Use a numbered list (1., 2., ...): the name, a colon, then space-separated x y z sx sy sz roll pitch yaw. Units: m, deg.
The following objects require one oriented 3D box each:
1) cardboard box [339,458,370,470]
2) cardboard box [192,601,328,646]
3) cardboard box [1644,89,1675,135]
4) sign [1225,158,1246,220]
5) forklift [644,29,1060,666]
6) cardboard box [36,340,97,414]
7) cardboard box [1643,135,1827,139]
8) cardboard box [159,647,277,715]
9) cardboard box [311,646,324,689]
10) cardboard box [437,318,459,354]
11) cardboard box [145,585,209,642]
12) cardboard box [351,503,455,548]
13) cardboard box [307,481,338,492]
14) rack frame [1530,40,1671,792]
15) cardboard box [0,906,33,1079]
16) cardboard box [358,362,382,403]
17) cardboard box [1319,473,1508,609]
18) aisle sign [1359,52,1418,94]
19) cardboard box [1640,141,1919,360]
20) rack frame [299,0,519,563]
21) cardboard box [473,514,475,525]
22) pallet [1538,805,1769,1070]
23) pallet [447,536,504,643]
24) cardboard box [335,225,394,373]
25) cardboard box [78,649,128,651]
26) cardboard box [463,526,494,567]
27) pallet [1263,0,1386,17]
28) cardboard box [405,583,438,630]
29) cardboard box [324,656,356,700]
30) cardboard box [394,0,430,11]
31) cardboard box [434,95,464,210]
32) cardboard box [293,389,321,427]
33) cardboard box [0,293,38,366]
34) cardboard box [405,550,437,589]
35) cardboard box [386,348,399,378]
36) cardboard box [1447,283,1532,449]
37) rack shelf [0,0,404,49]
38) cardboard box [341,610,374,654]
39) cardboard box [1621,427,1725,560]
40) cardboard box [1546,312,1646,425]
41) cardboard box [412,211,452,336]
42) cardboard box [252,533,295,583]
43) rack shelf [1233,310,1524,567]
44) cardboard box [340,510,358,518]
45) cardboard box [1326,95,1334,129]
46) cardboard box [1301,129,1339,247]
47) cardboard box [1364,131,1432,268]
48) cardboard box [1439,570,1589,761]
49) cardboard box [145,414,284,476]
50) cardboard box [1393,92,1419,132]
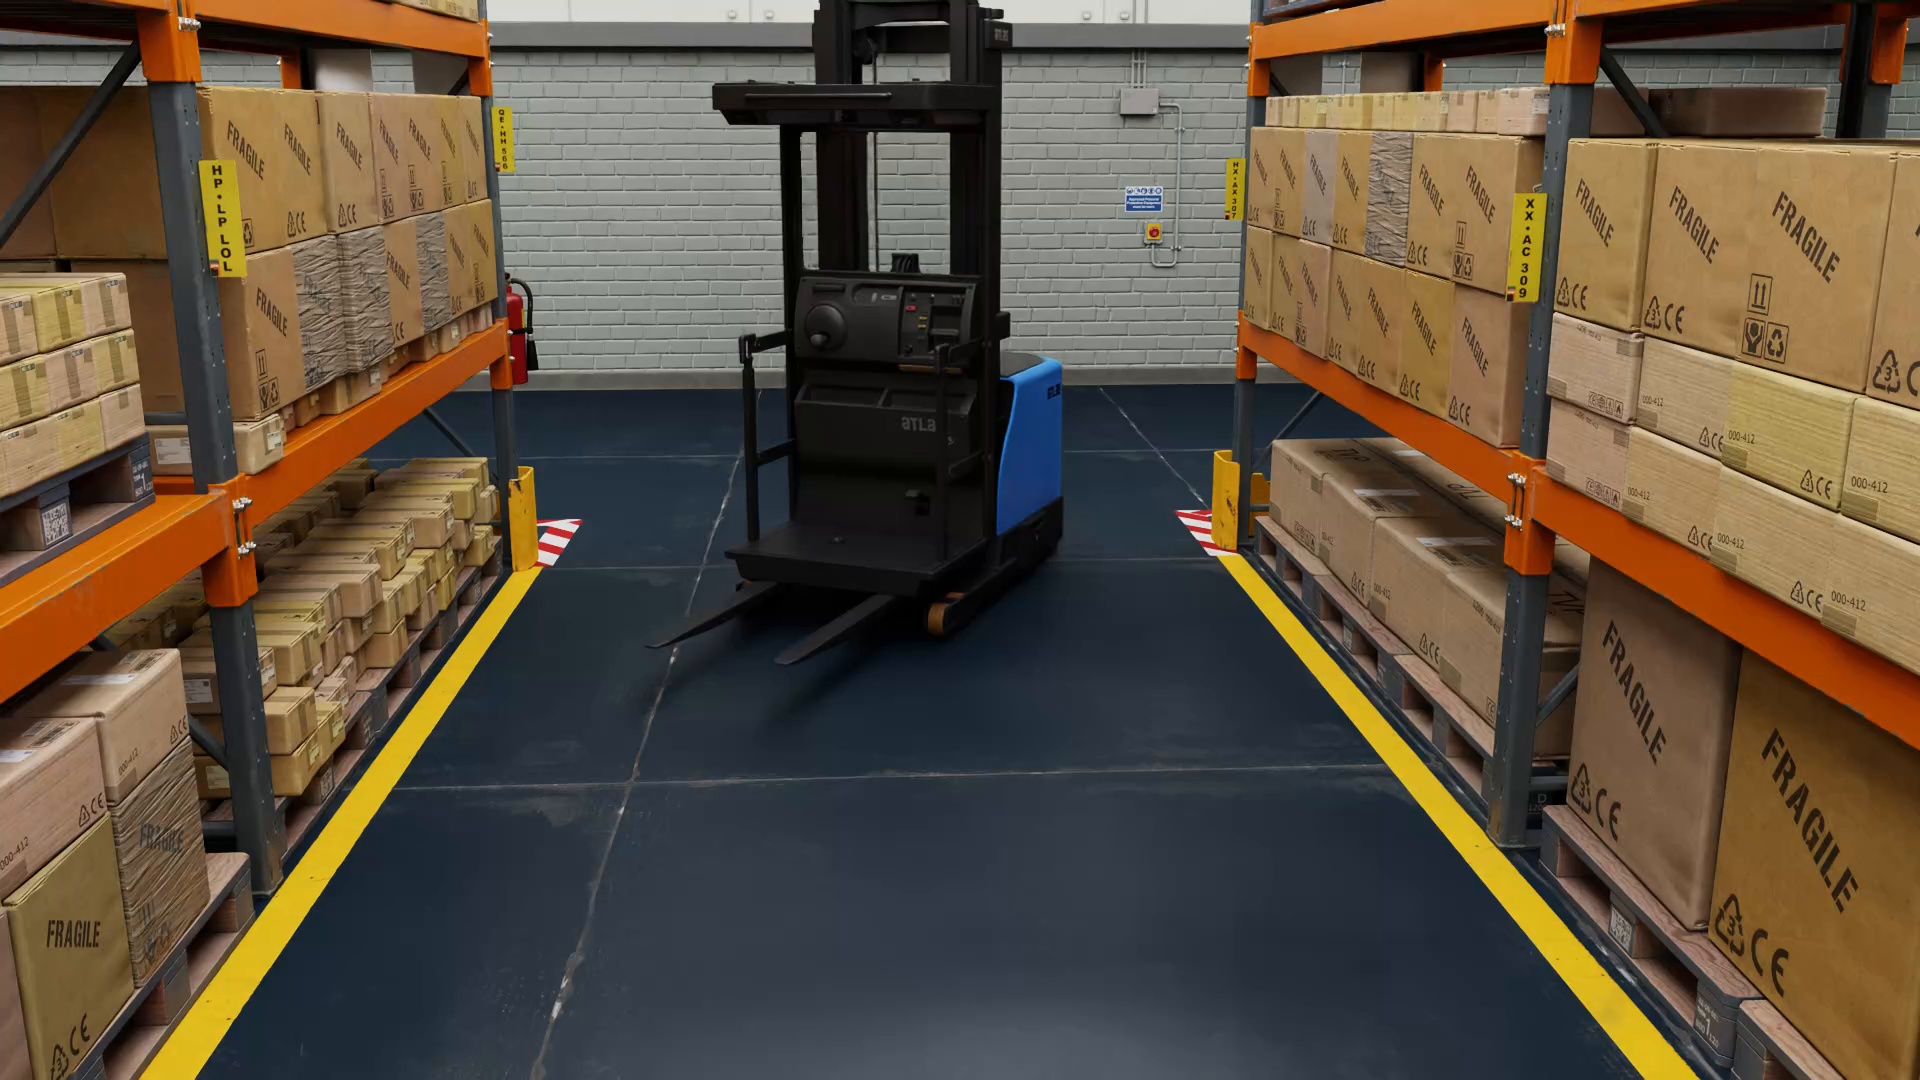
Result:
1. cardboard box: -3.205 -0.313 8.407 0.380 0.149 0.250 -2 15 -6
2. cardboard box: -2.488 0.326 5.924 0.392 0.149 0.269 0 14 -1
3. cardboard box: 2.492 -1.437 5.583 0.380 0.149 0.250 -1 14 -3
4. sign: 1.482 -1.890 8.954 0.100 0.325 0.005 -1 14 -3
5. forklift: 2.355 -1.810 6.109 7.407 5.209 9.711 6 15 21
6. cardboard box: -2.411 -0.407 4.153 0.380 0.149 0.250 -1 14 -3
7. cardboard box: 2.496 -1.099 5.571 0.500 0.500 0.500 -1 14 -3
8. cardboard box: -2.465 0.458 5.413 0.380 0.149 0.250 0 14 -1
9. cardboard box: -2.510 0.474 5.947 0.380 0.149 0.250 -1 14 -4
10. cardboard box: -2.548 -0.951 7.709 0.380 0.149 0.250 0 14 -2
11. cardboard box: -2.948 0.272 6.136 0.380 0.149 0.250 0 14 -2
12. cardboard box: -2.486 -0.063 7.438 0.380 0.149 0.250 0 14 -1
13. cardboard box: -3.180 -0.181 7.896 0.380 0.149 0.250 -1 14 -4
14. rack frame: 2.287 -0.444 5.233 0.949 2.616 0.053 -1 14 -3
15. cardboard box: -2.294 1.100 3.405 0.500 0.500 0.500 -1 14 -5
16. cardboard box: -2.471 -0.623 6.433 0.380 0.149 0.250 0 14 -1
17. cardboard box: 2.242 -0.012 7.851 0.875 0.438 0.875 0 14 -2
18. aisle sign: 2.341 -2.721 8.864 0.394 0.787 0.004 -1 14 -3
19. cardboard box: 2.084 -0.737 4.164 0.500 0.500 0.500 -1 14 -4
20. rack frame: -2.898 -1.338 8.705 1.000 3.000 0.127 -1 14 -3
21. cardboard box: -2.618 -0.112 8.222 0.380 0.149 0.250 -1 14 -5
22. pallet: 2.407 1.097 4.839 1.003 0.211 1.213 -1 14 -3
23. pallet: -2.878 0.234 8.192 1.003 0.211 1.213 -1 14 -3
24. cardboard box: -2.463 -0.911 6.250 0.500 0.500 0.500 -1 14 -5
25. cardboard box: -2.932 0.462 5.396 0.380 0.149 0.250 0 14 -2
26. cardboard box: -2.540 0.030 8.269 0.380 0.149 0.250 0 14 -2
27. pallet: 2.093 -2.664 8.020 1.003 0.211 1.213 -1 14 -3
28. cardboard box: -2.506 0.289 7.262 0.380 0.149 0.250 -1 14 -2
29. cardboard box: -2.501 0.550 6.249 0.380 0.149 0.250 -1 14 -5
30. cardboard box: -2.550 -2.358 6.953 0.500 0.250 0.500 0 14 -1
31. cardboard box: -2.590 -1.778 7.614 0.500 0.500 0.500 -1 14 -5
32. cardboard box: -2.511 -0.493 5.926 0.380 0.149 0.250 -2 15 -6
33. cardboard box: -2.399 -0.485 3.858 0.380 0.149 0.250 -1 14 -5
34. cardboard box: -2.504 0.144 7.227 0.380 0.149 0.250 0 14 -1
35. cardboard box: -2.571 -0.752 6.932 0.380 0.149 0.250 -1 14 -2
36. cardboard box: 2.000 -0.604 5.654 0.500 0.500 0.500 -1 14 -3
37. rack shelf: -2.774 -2.014 6.470 0.831 0.071 3.687 -1 14 -3
38. cardboard box: -2.517 0.338 6.475 0.380 0.149 0.250 0 14 -1
39. cardboard box: 2.081 -0.129 4.311 0.500 0.250 0.500 -1 14 -5
40. cardboard box: 2.030 -0.500 4.747 0.500 0.250 0.500 -1 14 -5
41. cardboard box: -2.546 -1.168 7.249 0.500 0.500 0.500 -1 14 -3
42. cardboard box: -2.992 0.075 6.899 0.380 0.149 0.250 -1 14 -3
43. rack shelf: 2.160 -0.593 7.256 1.077 0.370 4.000 -1 14 -3
44. cardboard box: -3.058 -0.042 7.950 0.380 0.149 0.250 -1 14 -3
45. cardboard box: 1.874 -1.933 7.511 0.380 0.149 0.250 -1 14 -3
46. cardboard box: 1.860 -1.592 7.485 0.500 0.500 0.500 -1 14 -4
47. cardboard box: -0.145 0.070 4.217 4.865 2.090 5.455 -1 14 -3
48. cardboard box: 2.352 0.435 6.114 0.875 0.438 0.875 -1 14 -4
49. cardboard box: -2.341 -0.297 5.163 0.380 0.149 0.250 0 14 -1
50. cardboard box: 1.931 -1.682 6.533 0.380 0.149 0.250 -1 14 -5
